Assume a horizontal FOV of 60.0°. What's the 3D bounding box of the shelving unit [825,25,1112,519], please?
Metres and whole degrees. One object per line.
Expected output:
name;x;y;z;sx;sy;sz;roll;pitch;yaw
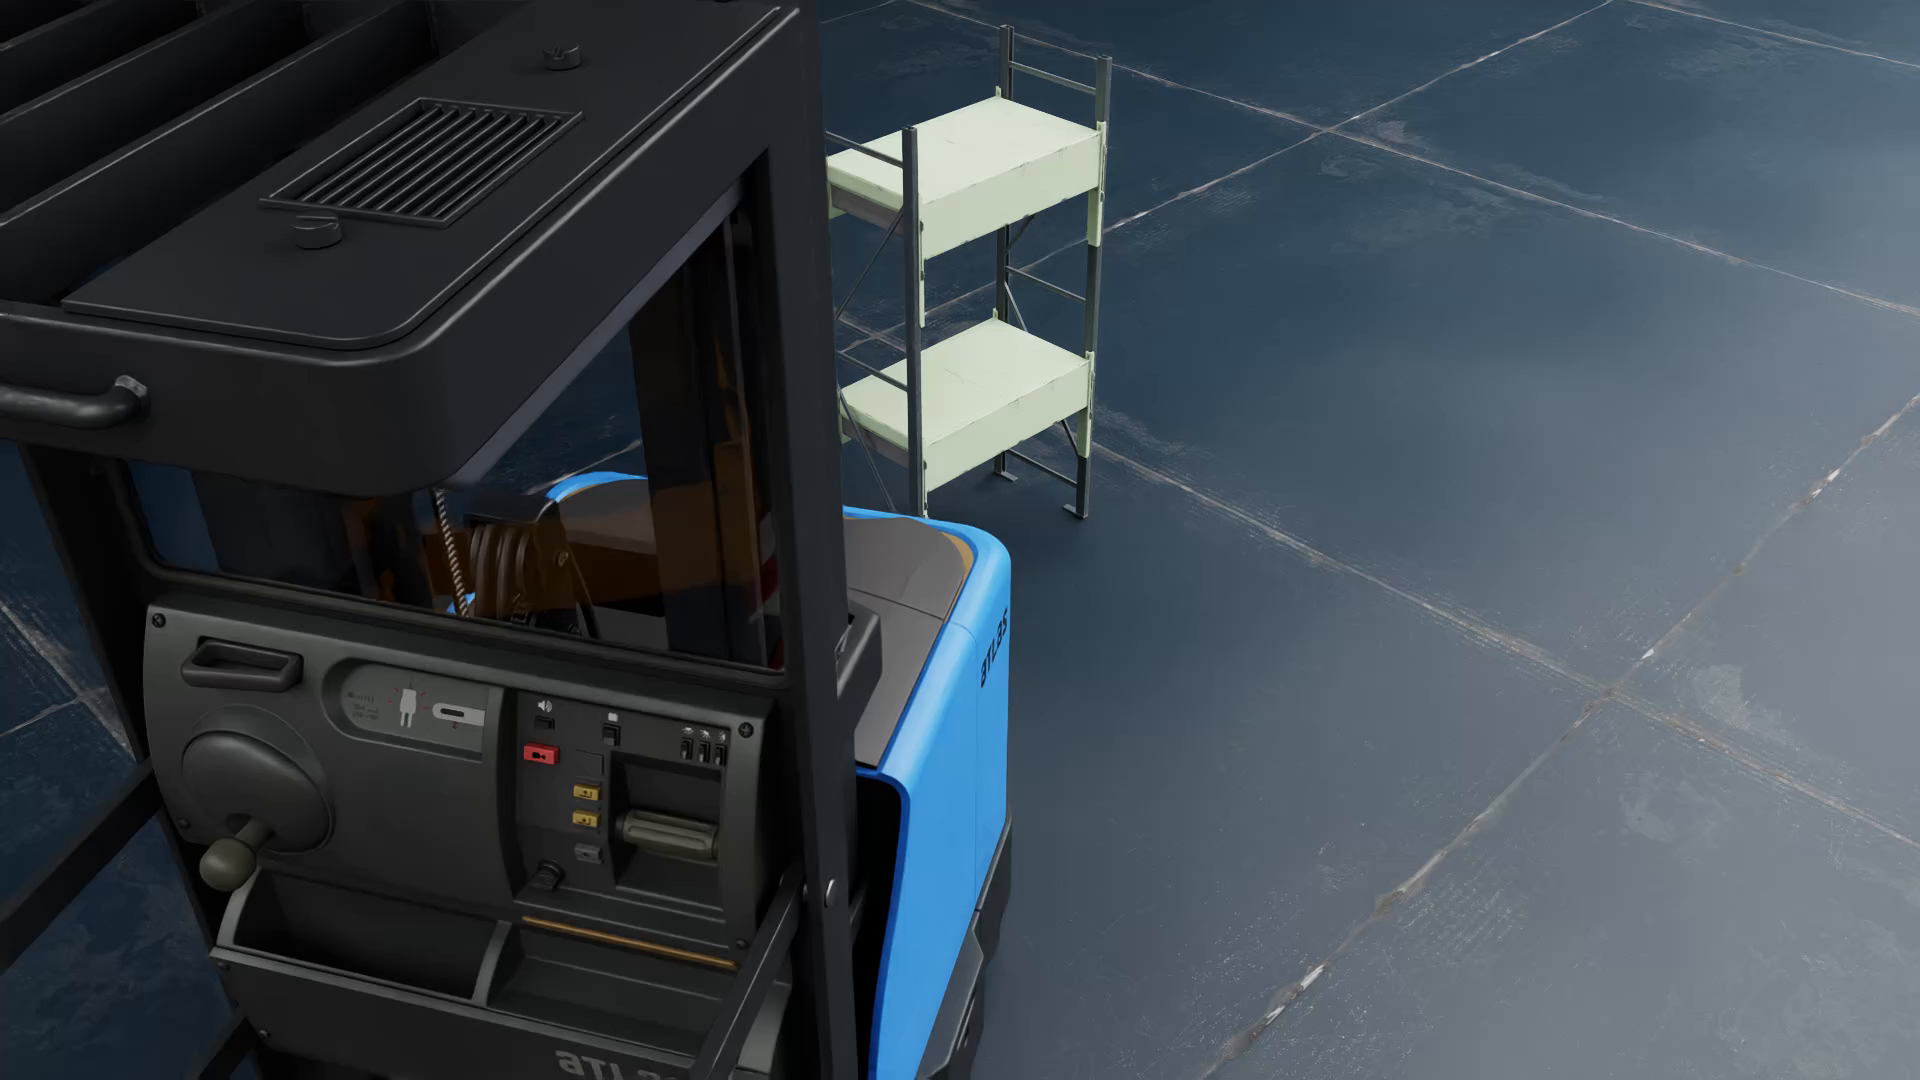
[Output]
shelving unit;0.005;-0.618;4.825;0.431;1.500;0.755;30;45;35

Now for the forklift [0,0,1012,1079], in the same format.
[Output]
forklift;-0.762;0.397;2.119;1.130;2.935;3.031;9;36;12

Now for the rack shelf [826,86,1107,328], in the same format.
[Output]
rack shelf;0.005;-0.938;4.602;0.431;0.370;0.720;30;45;35

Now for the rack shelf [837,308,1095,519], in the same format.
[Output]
rack shelf;0.005;-0.350;5.011;0.431;0.370;0.720;30;45;35

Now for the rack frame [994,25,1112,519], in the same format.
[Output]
rack frame;0.263;-0.766;5.038;0.400;1.500;0.023;30;45;35

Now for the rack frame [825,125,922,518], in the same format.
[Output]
rack frame;-0.253;-0.469;4.612;0.400;1.500;0.023;30;45;35
